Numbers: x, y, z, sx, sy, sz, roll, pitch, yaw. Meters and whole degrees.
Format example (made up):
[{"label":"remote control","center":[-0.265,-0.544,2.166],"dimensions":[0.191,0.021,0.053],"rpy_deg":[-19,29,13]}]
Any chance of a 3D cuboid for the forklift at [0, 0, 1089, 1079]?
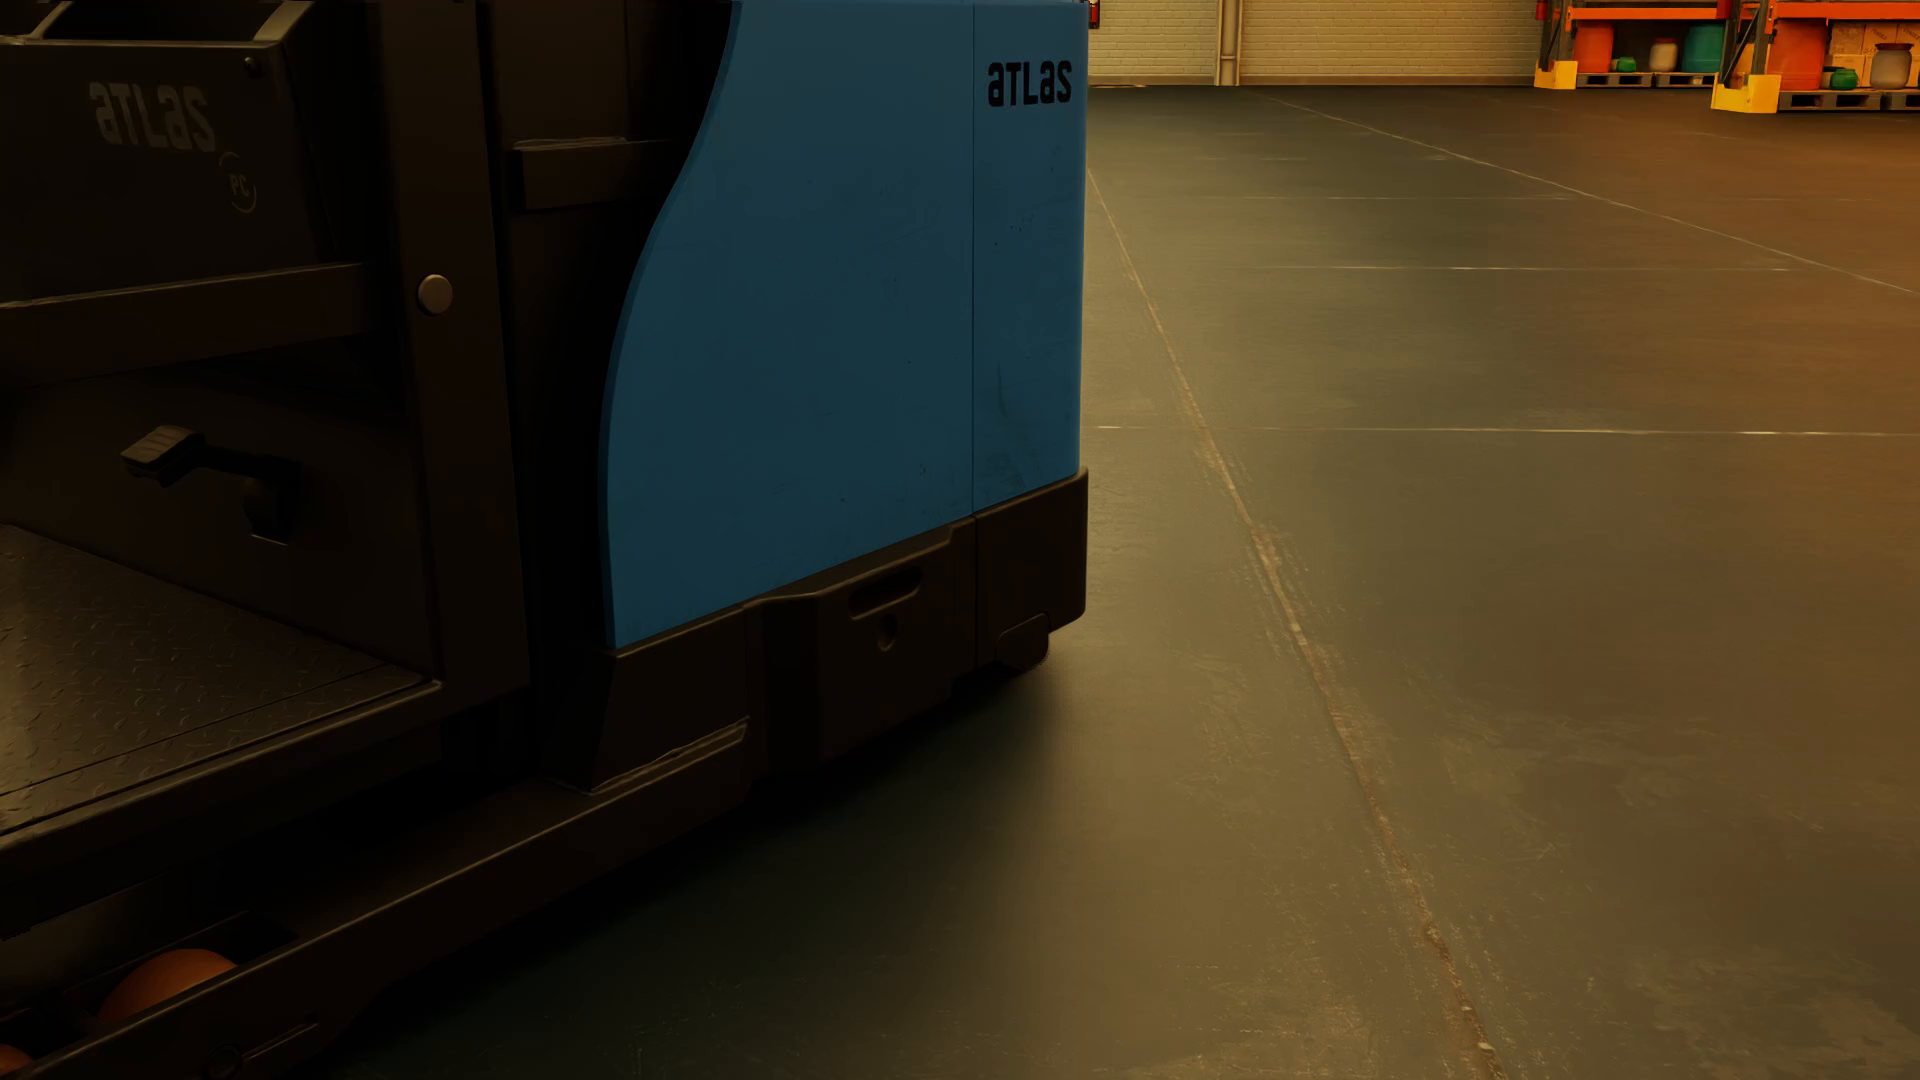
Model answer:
[{"label":"forklift","center":[-1.077,-0.959,1.517],"dimensions":[1.130,2.935,3.031],"rpy_deg":[13,21,35]}]
